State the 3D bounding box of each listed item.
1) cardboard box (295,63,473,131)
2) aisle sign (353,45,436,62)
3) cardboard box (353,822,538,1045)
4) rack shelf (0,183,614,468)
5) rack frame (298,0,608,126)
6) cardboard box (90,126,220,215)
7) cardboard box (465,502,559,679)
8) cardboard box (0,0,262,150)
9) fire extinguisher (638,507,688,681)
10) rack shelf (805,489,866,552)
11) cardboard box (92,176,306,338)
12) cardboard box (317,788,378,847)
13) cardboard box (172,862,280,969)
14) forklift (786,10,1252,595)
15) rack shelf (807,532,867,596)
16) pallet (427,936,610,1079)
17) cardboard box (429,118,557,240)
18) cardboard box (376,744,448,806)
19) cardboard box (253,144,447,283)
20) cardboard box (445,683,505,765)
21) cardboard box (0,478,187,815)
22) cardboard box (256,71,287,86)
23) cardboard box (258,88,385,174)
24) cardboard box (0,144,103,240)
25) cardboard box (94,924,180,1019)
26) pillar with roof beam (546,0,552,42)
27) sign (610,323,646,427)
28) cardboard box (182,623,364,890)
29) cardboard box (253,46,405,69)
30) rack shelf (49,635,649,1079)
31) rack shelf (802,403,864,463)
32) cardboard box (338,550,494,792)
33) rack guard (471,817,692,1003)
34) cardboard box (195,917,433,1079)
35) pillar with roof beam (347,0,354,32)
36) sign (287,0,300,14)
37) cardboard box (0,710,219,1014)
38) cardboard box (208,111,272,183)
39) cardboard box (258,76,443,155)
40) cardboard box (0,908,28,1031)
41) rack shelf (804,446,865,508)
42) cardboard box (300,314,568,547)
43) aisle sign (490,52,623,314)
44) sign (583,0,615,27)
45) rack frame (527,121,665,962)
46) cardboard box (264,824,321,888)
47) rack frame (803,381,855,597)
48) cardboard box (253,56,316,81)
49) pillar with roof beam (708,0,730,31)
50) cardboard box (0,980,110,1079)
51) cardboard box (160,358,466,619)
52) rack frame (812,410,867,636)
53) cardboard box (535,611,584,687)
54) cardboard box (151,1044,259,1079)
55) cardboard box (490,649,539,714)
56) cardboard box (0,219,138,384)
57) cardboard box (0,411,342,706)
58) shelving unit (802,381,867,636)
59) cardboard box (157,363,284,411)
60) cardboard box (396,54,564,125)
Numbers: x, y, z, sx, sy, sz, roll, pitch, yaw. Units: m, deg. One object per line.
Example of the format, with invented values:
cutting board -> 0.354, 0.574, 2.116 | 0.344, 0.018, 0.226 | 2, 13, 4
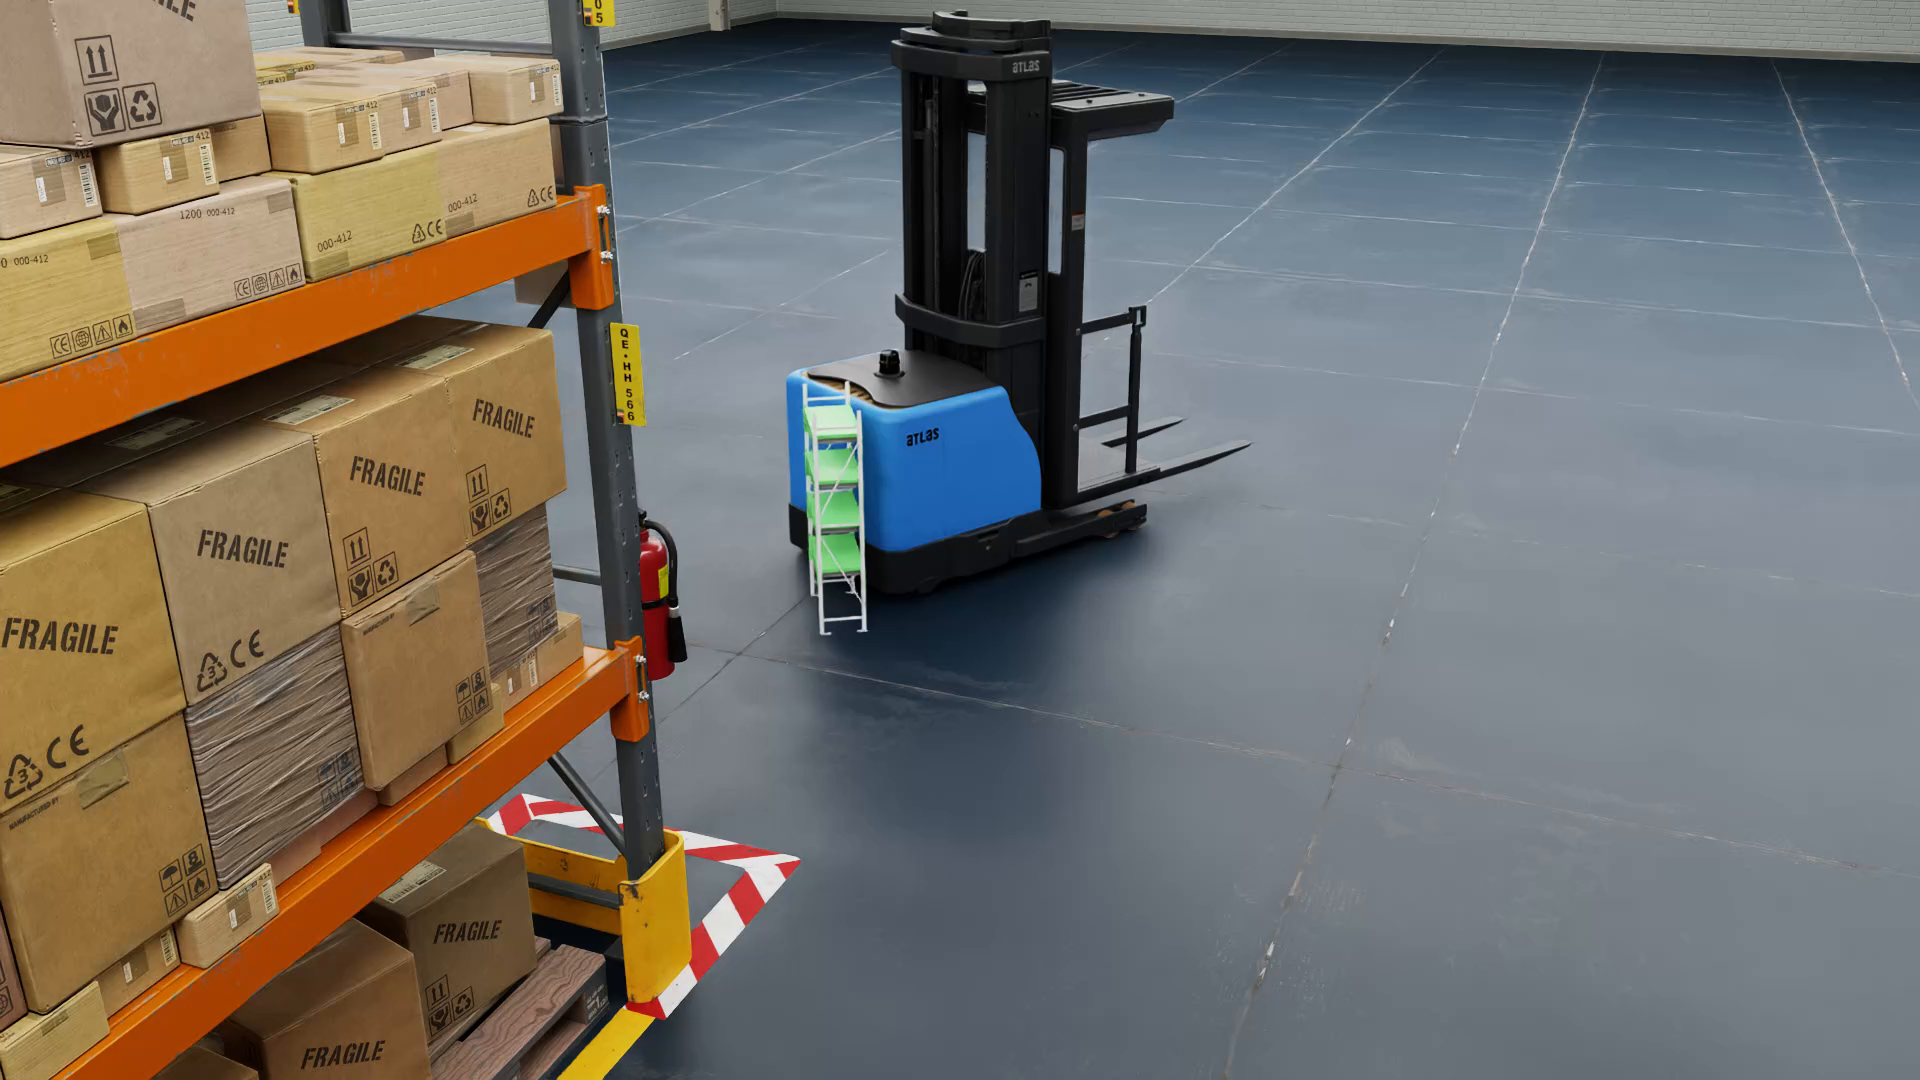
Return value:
cardboard box -> -1.559, -1.198, 4.511 | 0.380, 0.149, 0.250 | 8, 24, 18
aisle sign -> -1.796, -1.184, 5.319 | 0.394, 0.787, 0.004 | 9, 24, 20
cardboard box -> -1.788, 1.262, 5.536 | 0.500, 0.500, 0.500 | 14, 26, 30
rack shelf -> -2.283, -0.256, 3.512 | 1.077, 0.370, 4.000 | 9, 24, 20
rack frame -> -1.540, -2.687, 4.508 | 1.000, 3.000, 0.127 | 9, 24, 20
cardboard box -> -1.844, -0.809, 3.581 | 0.380, 0.149, 0.250 | 8, 24, 17
cardboard box -> -1.770, 0.090, 5.126 | 0.875, 0.500, 0.500 | 9, 24, 20
cardboard box -> -1.881, -1.126, 3.499 | 0.500, 0.500, 0.500 | 9, 24, 20
fire extinguisher -> -1.070, 0.142, 5.620 | 0.296, 0.674, 0.183 | 9, 24, 20
rack shelf -> -0.647, -0.105, 8.611 | 0.258, 0.148, 0.480 | -4, 23, -10
cardboard box -> -1.864, -0.664, 3.750 | 0.500, 0.250, 0.500 | 9, 24, 21
cardboard box -> -1.831, 0.685, 4.543 | 0.380, 0.149, 0.250 | 9, 24, 20
cardboard box -> -1.914, 0.880, 4.077 | 0.380, 0.149, 0.250 | 9, 24, 20
forklift -> 0.486, -1.503, 9.547 | 3.031, 2.935, 1.130 | -17, 28, -35
rack shelf -> -0.647, 0.116, 8.703 | 0.258, 0.148, 0.480 | -4, 23, -10
pallet -> -1.903, 1.680, 5.453 | 1.003, 0.211, 1.213 | 9, 24, 20
cardboard box -> -1.483, -1.025, 4.615 | 0.500, 0.250, 0.500 | 9, 24, 21
cardboard box -> -1.700, 0.602, 4.743 | 0.380, 0.149, 0.250 | 9, 24, 20
cardboard box -> -1.666, -0.846, 4.186 | 0.500, 0.250, 0.500 | 9, 24, 20
cardboard box -> -1.593, 0.515, 4.952 | 0.380, 0.149, 0.250 | 9, 24, 20
cardboard box -> -2.077, 0.204, 3.556 | 0.500, 0.500, 0.500 | 9, 24, 20
cardboard box -> -2.023, -1.166, 4.434 | 0.380, 0.149, 0.250 | 8, 24, 19
cardboard box -> -1.630, -0.991, 4.016 | 0.380, 0.149, 0.250 | 9, 24, 20
cardboard box -> -1.989, -0.718, 3.363 | 0.380, 0.149, 0.250 | 7, 24, 17
cardboard box -> -2.071, 0.960, 3.887 | 0.380, 0.149, 0.250 | 9, 24, 20
pillar with roof beam -> -3.535, -12.667, 28.401 | 9.100, 9.000, 0.400 | 9, 24, 20
sign -> -1.032, -0.513, 5.173 | 0.100, 0.325, 0.005 | 9, 24, 20
cardboard box -> -2.070, 0.459, 4.243 | 0.875, 0.500, 0.500 | 9, 24, 20
cardboard box -> -1.857, -1.352, 4.882 | 0.380, 0.149, 0.250 | 9, 24, 20
rack shelf -> -2.283, 1.129, 4.090 | 1.077, 0.370, 4.000 | 9, 24, 20
rack shelf -> -0.647, -0.548, 8.426 | 0.258, 0.148, 0.480 | -4, 23, -10
cardboard box -> -1.844, 0.287, 4.657 | 0.875, 0.500, 0.500 | 9, 24, 20
rack guard -> -1.568, 1.262, 6.081 | 1.175, 0.500, 0.348 | 9, 24, 20
cardboard box -> -1.978, 1.480, 5.012 | 0.500, 0.500, 0.500 | 16, 28, 34
pillar with roof beam -> -5.763, -10.520, 23.261 | 9.100, 9.000, 0.400 | 9, 24, 20
sign -> -2.044, -1.784, 5.104 | 0.100, 0.325, 0.005 | 9, 24, 20
cardboard box -> -2.267, 0.637, 3.819 | 0.875, 0.500, 0.500 | 9, 24, 20
cardboard box -> -1.838, -0.920, 3.846 | 0.380, 0.149, 0.250 | 9, 24, 21
cardboard box -> -1.559, -1.084, 4.239 | 0.380, 0.149, 0.250 | 8, 24, 18
cardboard box -> -2.491, 0.810, 3.405 | 0.875, 0.500, 0.500 | 9, 24, 20
rack shelf -> -0.647, -0.327, 8.518 | 0.258, 0.148, 0.480 | -4, 23, -10
cardboard box -> -1.515, -0.332, 4.839 | 0.500, 0.500, 0.500 | 9, 24, 20
aisle sign -> -1.239, -1.098, 5.114 | 0.394, 0.787, 0.004 | 9, 24, 20
sign -> -1.032, -1.625, 4.708 | 0.100, 0.325, 0.005 | 9, 24, 20
rack frame -> -1.540, 0.081, 5.664 | 1.000, 3.000, 0.127 | 9, 24, 20
cardboard box -> -1.903, 0.778, 4.321 | 0.380, 0.149, 0.250 | 9, 24, 20
rack frame -> -0.692, -0.257, 8.807 | 0.240, 1.200, 0.015 | -4, 23, -10
cardboard box -> -2.043, -1.274, 4.693 | 0.380, 0.149, 0.250 | 9, 24, 21
pillar with roof beam -> -1.306, -14.815, 33.541 | 9.100, 9.000, 0.400 | 9, 24, 20
cardboard box -> -2.122, 1.056, 3.657 | 0.380, 0.149, 0.250 | 9, 24, 20
cardboard box -> -1.695, -0.152, 4.409 | 0.500, 0.500, 0.500 | 9, 24, 20
rack frame -> -0.603, -0.072, 8.365 | 0.240, 1.200, 0.015 | -4, 23, -10
cardboard box -> -1.454, 0.328, 5.398 | 0.380, 0.149, 0.250 | 9, 24, 20
cardboard box -> -2.228, 1.702, 4.482 | 0.500, 0.500, 0.500 | 11, 25, 25
cardboard box -> -1.548, 0.418, 5.184 | 0.380, 0.149, 0.250 | 9, 24, 20
cardboard box -> -2.046, -0.483, 3.318 | 0.500, 0.250, 0.500 | 8, 24, 19
cardboard box -> -1.883, 0.027, 3.981 | 0.500, 0.500, 0.500 | 9, 24, 20
shelving unit -> -0.647, -0.164, 8.586 | 0.258, 1.200, 0.503 | -4, 23, -10
cardboard box -> -2.190, -0.228, 4.591 | 0.500, 0.500, 0.500 | 9, 24, 20
cardboard box -> -1.354, -1.274, 4.694 | 0.380, 0.149, 0.250 | 9, 24, 20
